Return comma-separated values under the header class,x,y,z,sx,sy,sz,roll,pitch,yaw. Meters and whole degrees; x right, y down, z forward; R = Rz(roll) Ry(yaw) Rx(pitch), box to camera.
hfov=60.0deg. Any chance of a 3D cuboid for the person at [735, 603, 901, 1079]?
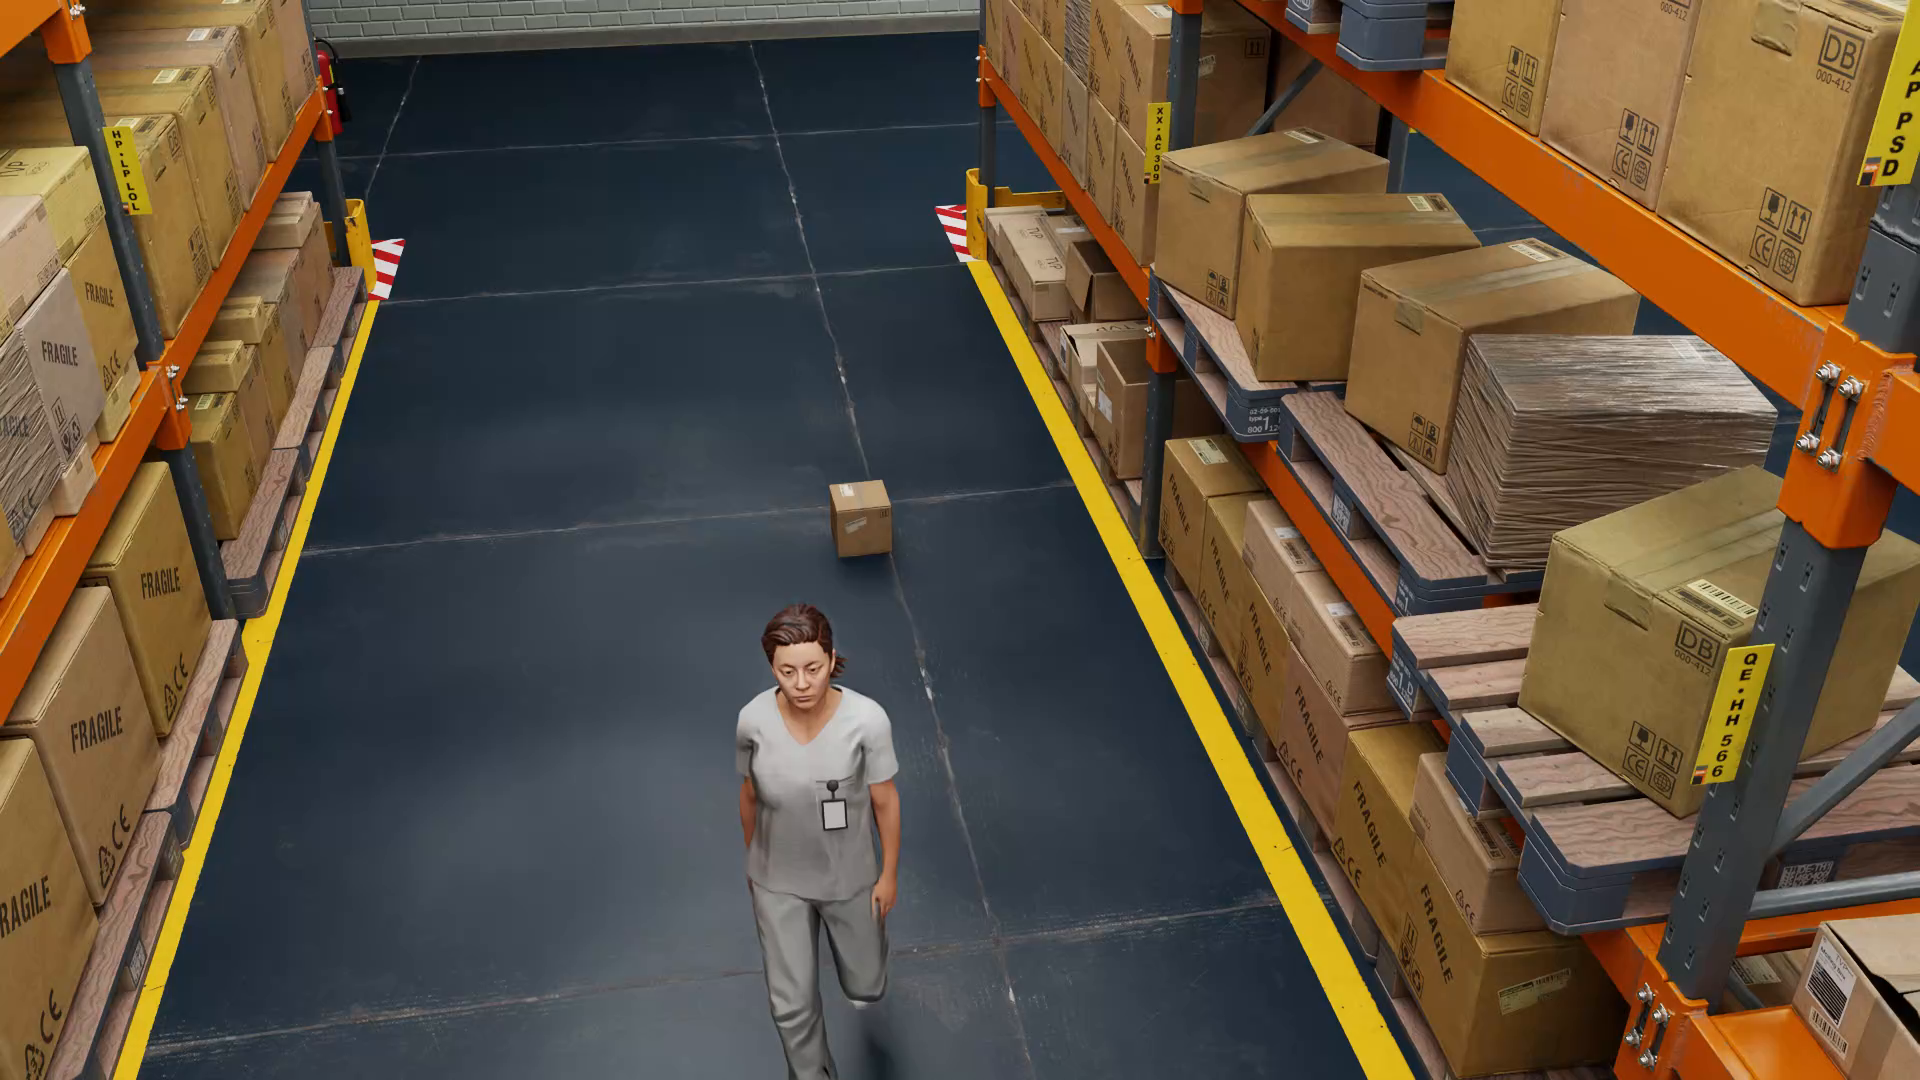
class,x,y,z,sx,sy,sz,roll,pitch,yaw
person,-0.383,0.892,4.619,0.450,1.641,0.786,1,31,2
